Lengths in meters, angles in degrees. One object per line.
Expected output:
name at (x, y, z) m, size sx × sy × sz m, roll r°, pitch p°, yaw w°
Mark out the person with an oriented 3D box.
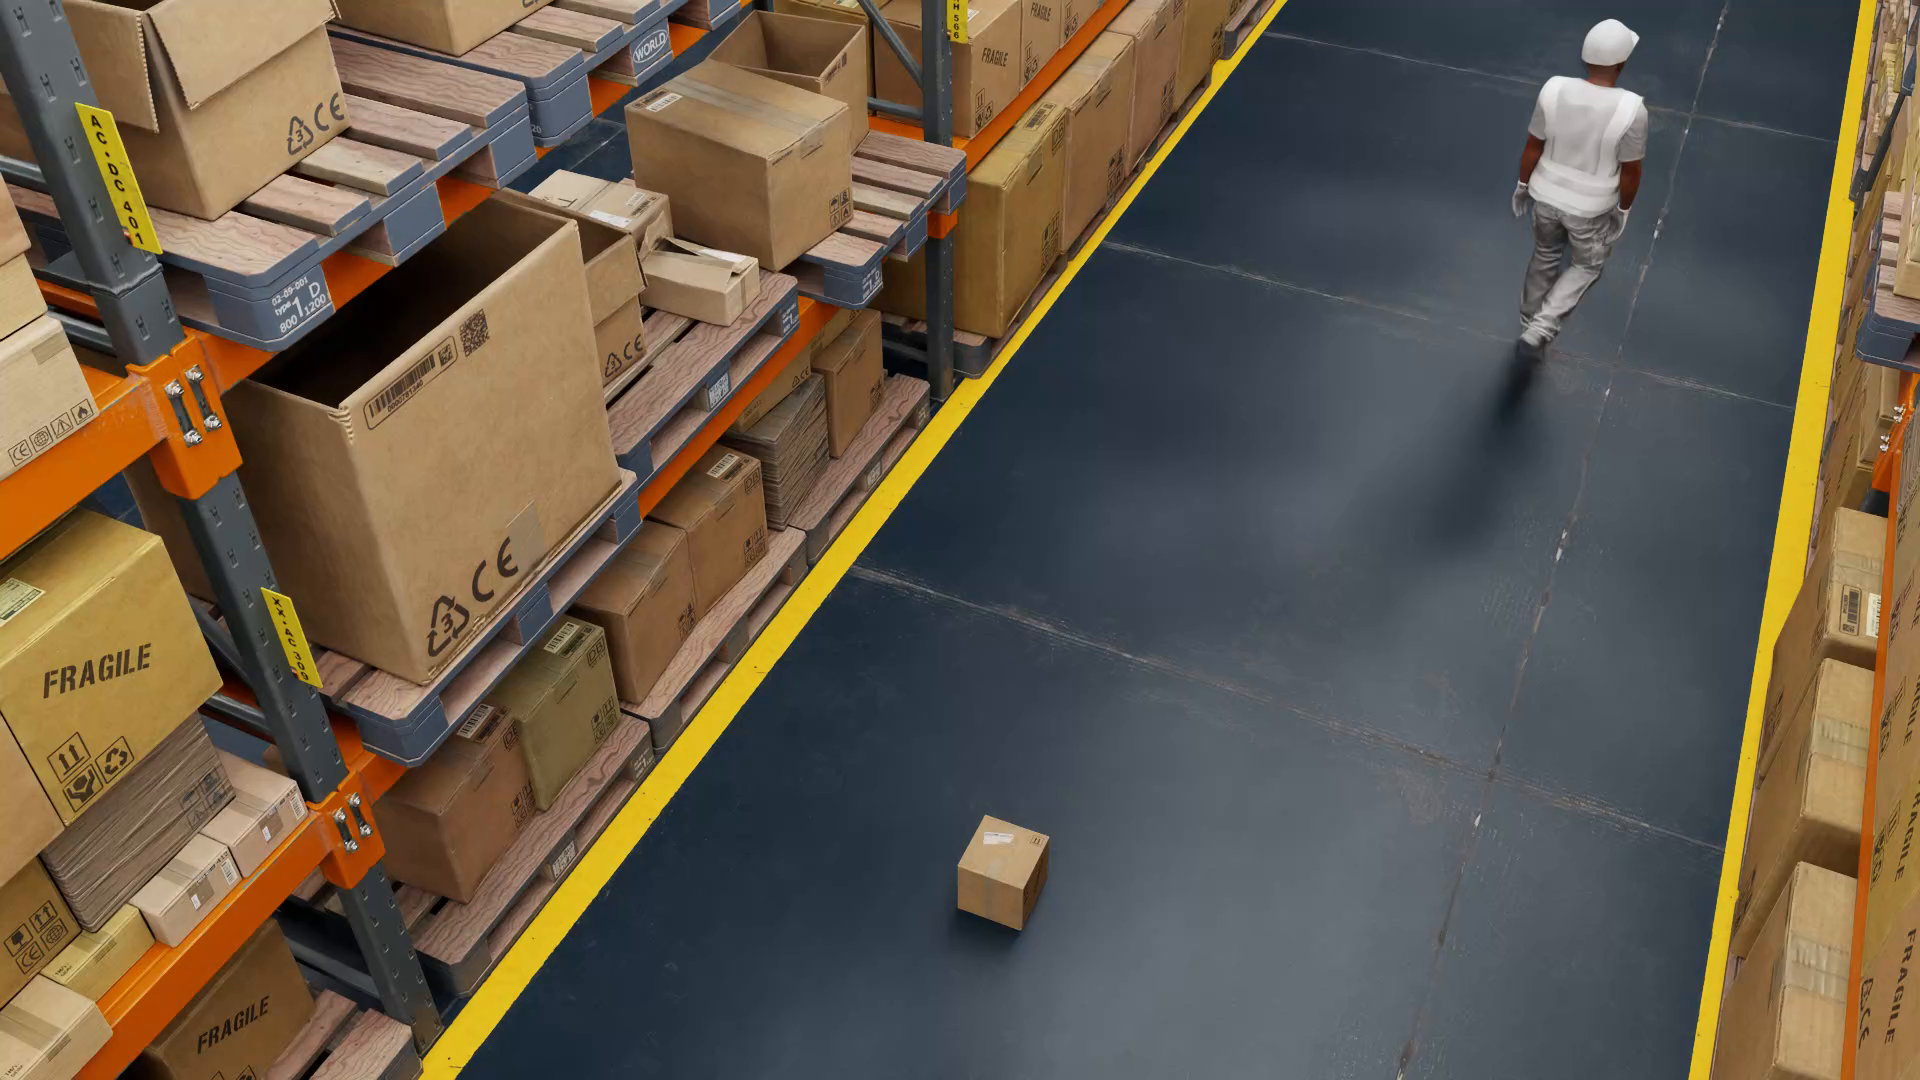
person at (2.930, -1.634, 7.961) m, size 0.563 × 1.769 × 0.732 m, roll 29°, pitch 49°, yaw 28°
